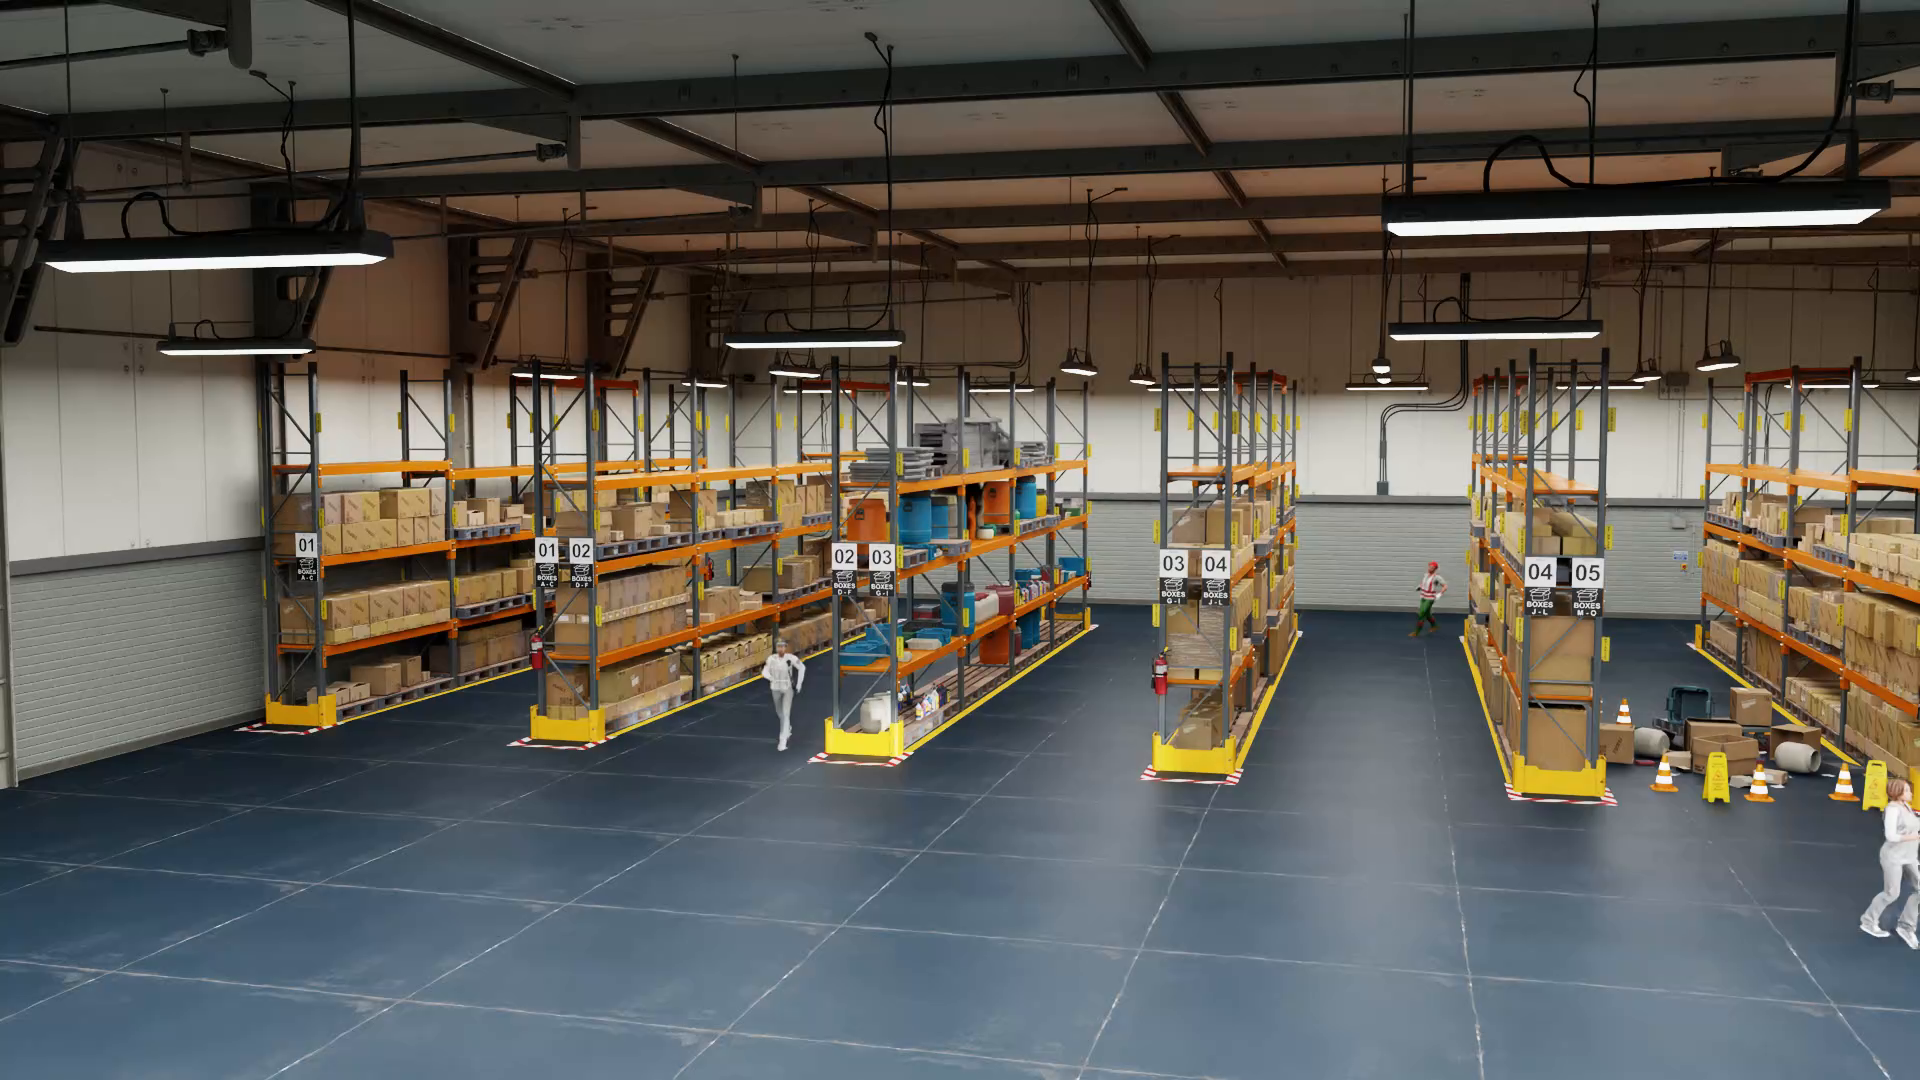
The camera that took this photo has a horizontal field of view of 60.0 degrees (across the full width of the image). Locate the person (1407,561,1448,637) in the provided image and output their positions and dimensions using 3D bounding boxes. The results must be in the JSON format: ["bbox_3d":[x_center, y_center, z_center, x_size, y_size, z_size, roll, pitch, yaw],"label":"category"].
[{"bbox_3d":[10.914,1.376,38.722,0.929,1.766,0.728,-2,4,-23],"label":"person"}]

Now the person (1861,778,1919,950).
[{"bbox_3d":[8.978,3.088,15.883,0.514,1.635,0.660,-3,5,-33],"label":"person"}]

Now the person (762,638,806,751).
[{"bbox_3d":[-2.751,2.350,25.839,0.644,1.706,0.899,1,4,9],"label":"person"}]
